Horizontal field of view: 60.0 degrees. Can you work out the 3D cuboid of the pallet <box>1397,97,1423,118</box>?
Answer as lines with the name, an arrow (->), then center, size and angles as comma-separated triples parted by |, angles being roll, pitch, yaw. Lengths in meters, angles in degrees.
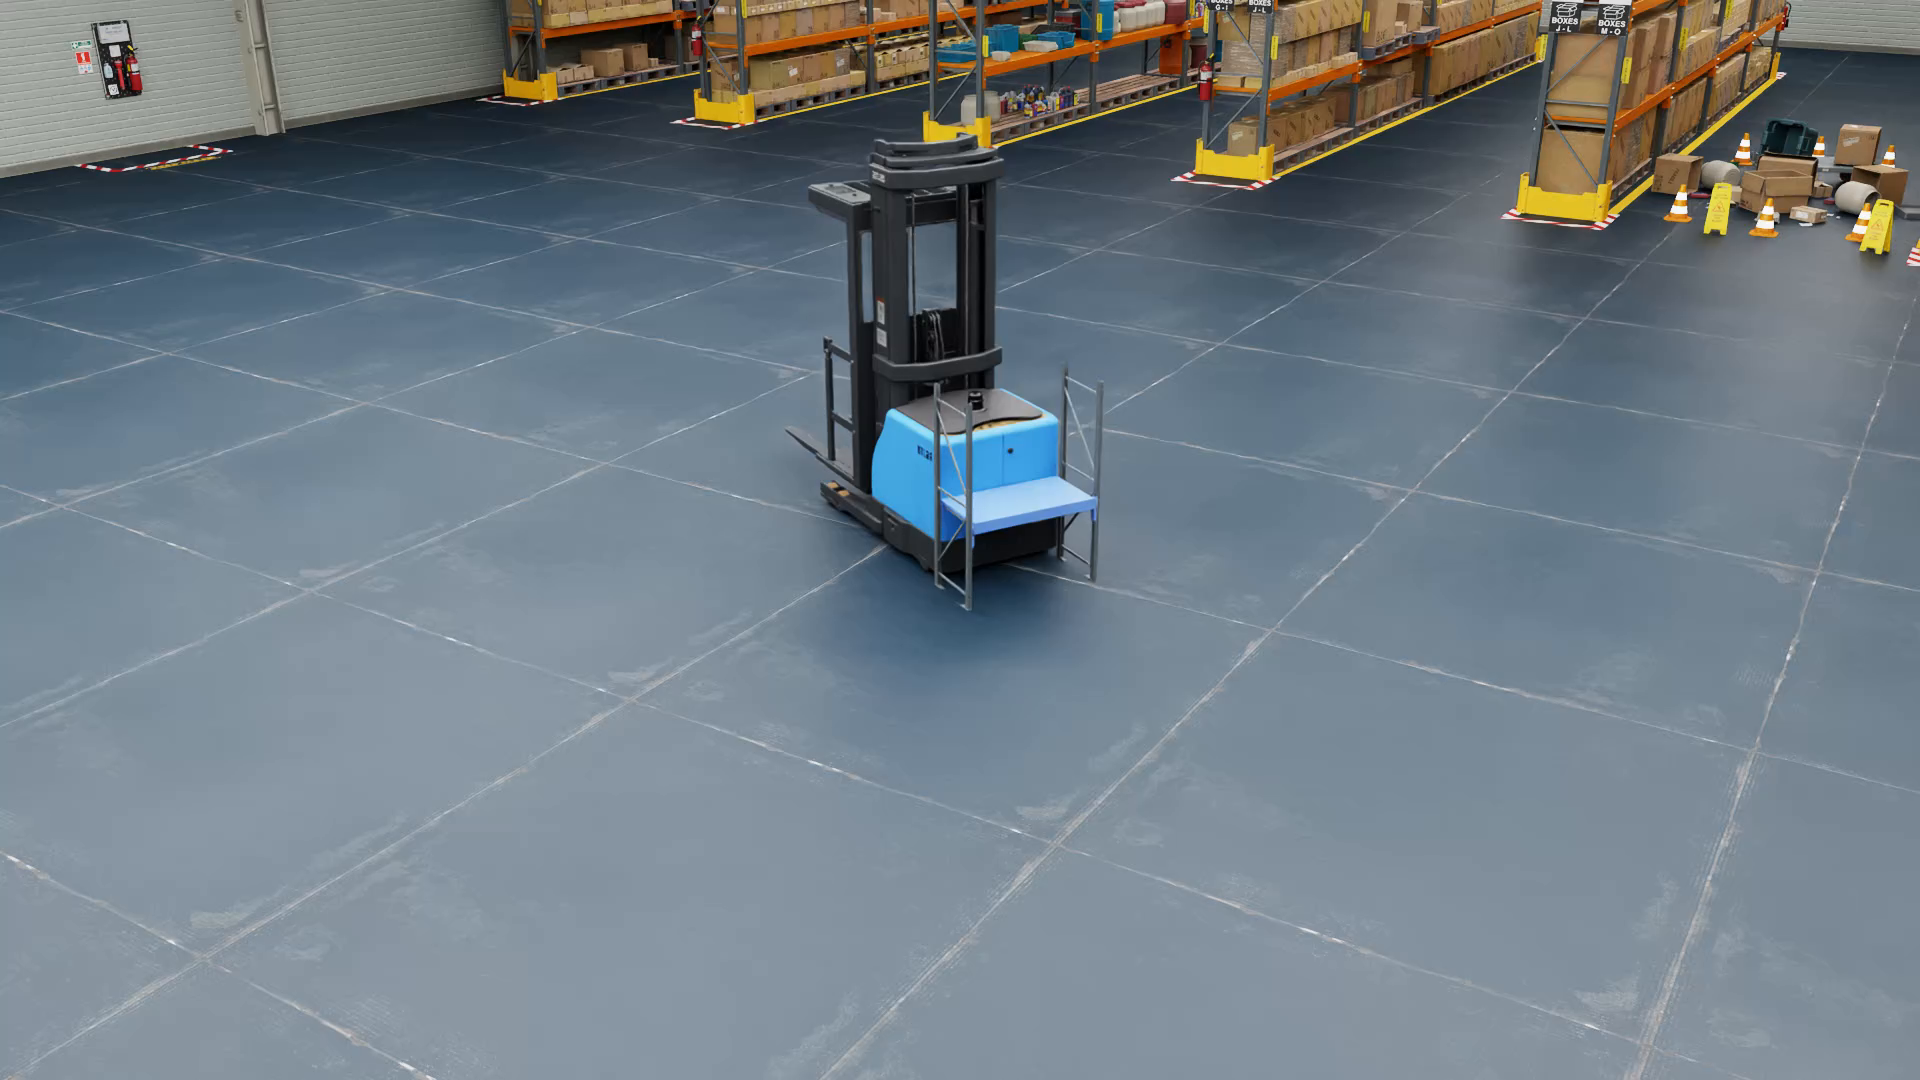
pallet -> 7.960, -8.105, 31.043 | 1.003, 0.211, 1.213 | 14, 27, 29

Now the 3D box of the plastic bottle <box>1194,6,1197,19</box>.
plastic bottle -> 4.753, -10.739, 33.779 | 0.097, 0.271, 0.097 | 0, 23, 0

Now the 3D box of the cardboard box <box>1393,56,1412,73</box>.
cardboard box -> 8.046, -8.815, 30.821 | 0.500, 0.250, 0.500 | 15, 28, 31

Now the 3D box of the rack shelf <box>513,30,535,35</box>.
rack shelf -> -7.416, -10.473, 33.727 | 0.831, 0.071, 3.687 | 14, 27, 29

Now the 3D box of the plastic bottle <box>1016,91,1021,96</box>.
plastic bottle -> 1.056, -7.995, 30.144 | 0.061, 0.283, 0.133 | 15, 28, 31

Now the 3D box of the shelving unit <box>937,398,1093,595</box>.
shelving unit -> 0.383, -0.376, 11.566 | 0.991, 1.308, 0.475 | -12, 26, -26

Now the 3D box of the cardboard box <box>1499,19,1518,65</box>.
cardboard box -> 11.375, -10.726, 35.732 | 0.875, 0.875, 0.875 | 14, 27, 29

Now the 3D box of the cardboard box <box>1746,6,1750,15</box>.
cardboard box -> 13.767, -9.610, 30.610 | 0.978, 0.298, 2.368 | 15, 27, 31

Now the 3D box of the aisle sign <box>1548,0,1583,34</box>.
aisle sign -> 8.022, -7.107, 21.954 | 0.394, 0.787, 0.004 | 14, 27, 29

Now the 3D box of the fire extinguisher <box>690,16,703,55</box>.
fire extinguisher -> -4.717, -9.047, 29.807 | 0.296, 0.674, 0.183 | 14, 27, 29

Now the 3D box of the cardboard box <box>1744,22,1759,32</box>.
cardboard box -> 15.072, -9.837, 31.848 | 0.380, 0.149, 0.250 | 15, 28, 31

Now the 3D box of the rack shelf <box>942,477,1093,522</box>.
rack shelf -> 0.399, -0.260, 11.627 | 0.952, 0.062, 0.459 | -12, 26, -26

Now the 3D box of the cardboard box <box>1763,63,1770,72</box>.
cardboard box -> 16.604, -9.830, 34.577 | 0.380, 0.149, 0.250 | 15, 27, 31

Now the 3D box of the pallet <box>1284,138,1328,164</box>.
pallet -> 5.297, -6.371, 27.037 | 1.003, 0.211, 1.213 | 14, 27, 29

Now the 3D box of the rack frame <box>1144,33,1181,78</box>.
rack frame -> 4.169, -10.686, 33.493 | 0.949, 2.616, 0.053 | 14, 27, 29

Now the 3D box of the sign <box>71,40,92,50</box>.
sign -> -13.706, -7.723, 25.938 | 0.001, 0.109, 0.331 | 14, 27, 29

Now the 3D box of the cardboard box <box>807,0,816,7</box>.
cardboard box -> -2.920, -10.064, 31.115 | 0.380, 0.149, 0.250 | 15, 28, 31

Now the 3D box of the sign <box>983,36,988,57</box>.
sign -> 0.411, -7.996, 26.933 | 0.100, 0.325, 0.005 | 14, 27, 29

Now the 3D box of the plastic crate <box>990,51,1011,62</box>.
plastic crate -> 0.692, -8.100, 27.852 | 0.298, 0.136, 0.250 | 14, 27, 29

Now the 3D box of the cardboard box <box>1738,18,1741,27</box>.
cardboard box -> 14.201, -9.571, 30.706 | 0.380, 0.149, 0.250 | 12, 26, 26

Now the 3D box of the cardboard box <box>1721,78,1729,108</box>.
cardboard box -> 13.653, -8.150, 30.255 | 0.500, 0.500, 0.500 | 13, 27, 28

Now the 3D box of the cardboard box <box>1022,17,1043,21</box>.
cardboard box -> 1.608, -12.018, 39.164 | 0.500, 0.500, 0.500 | 13, 26, 27

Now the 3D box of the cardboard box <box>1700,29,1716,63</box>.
cardboard box -> 12.261, -8.244, 27.728 | 0.500, 0.500, 0.500 | 14, 27, 29

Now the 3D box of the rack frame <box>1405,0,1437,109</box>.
rack frame -> 8.374, -9.648, 31.097 | 1.000, 3.000, 0.127 | 14, 27, 29

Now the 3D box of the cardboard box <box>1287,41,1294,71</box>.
cardboard box -> 4.629, -7.504, 25.645 | 0.875, 0.500, 0.500 | 14, 27, 29

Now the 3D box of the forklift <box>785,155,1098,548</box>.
forklift -> 0.344, -5.017, 19.647 | 10.237, 3.598, 16.613 | -13, 27, -28

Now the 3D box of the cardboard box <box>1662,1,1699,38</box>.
cardboard box -> 11.485, -8.413, 26.859 | 0.700, 0.500, 0.500 | 14, 27, 28

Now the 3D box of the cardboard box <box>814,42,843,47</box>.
cardboard box -> -2.661, -9.560, 32.881 | 0.500, 0.500, 0.500 | 14, 27, 29

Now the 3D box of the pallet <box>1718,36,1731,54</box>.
pallet -> 12.820, -8.750, 29.263 | 1.213, 0.211, 1.003 | 14, 27, 29

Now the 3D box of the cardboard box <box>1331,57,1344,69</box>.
cardboard box -> 6.040, -7.787, 27.114 | 0.380, 0.149, 0.250 | 14, 27, 29

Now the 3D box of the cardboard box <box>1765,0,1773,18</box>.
cardboard box -> 15.671, -10.553, 32.686 | 0.500, 0.500, 0.500 | 13, 27, 28

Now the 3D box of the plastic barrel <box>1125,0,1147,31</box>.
plastic barrel -> 3.362, -10.069, 31.898 | 0.433, 0.535, 0.433 | 0, 23, 0

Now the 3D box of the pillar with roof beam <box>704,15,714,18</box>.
pillar with roof beam -> -2.014, -14.356, 34.420 | 9.100, 9.000, 0.400 | 14, 27, 29

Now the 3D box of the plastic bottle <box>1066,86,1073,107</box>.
plastic bottle -> 1.961, -8.045, 30.174 | 0.144, 0.351, 0.185 | 13, 27, 28

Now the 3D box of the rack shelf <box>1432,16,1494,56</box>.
rack shelf -> 9.429, -9.993, 32.800 | 1.077, 0.370, 4.000 | 14, 27, 29

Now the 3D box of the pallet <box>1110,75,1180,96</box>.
pallet -> 3.724, -9.153, 33.464 | 1.003, 0.211, 1.213 | 14, 27, 29

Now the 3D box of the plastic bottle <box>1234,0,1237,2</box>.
plastic bottle -> 5.813, -11.440, 35.392 | 0.152, 0.276, 0.135 | 14, 27, 29

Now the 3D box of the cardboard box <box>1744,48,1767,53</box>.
cardboard box -> 16.509, -10.128, 34.516 | 0.380, 0.149, 0.250 | 14, 27, 30

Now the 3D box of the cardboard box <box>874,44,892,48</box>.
cardboard box -> -1.646, -10.105, 34.380 | 0.500, 0.311, 0.500 | 14, 27, 29

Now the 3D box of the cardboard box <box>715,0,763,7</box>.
cardboard box -> -3.975, -9.839, 29.780 | 0.700, 0.500, 0.500 | 14, 27, 29

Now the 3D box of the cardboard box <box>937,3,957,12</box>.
cardboard box -> -0.947, -12.003, 33.943 | 0.524, 2.460, 2.323 | 17, 29, 34

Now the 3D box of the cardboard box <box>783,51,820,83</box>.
cardboard box -> -2.995, -8.941, 31.451 | 0.500, 0.500, 0.500 | 14, 27, 29

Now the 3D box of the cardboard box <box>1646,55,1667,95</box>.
cardboard box -> 9.969, -6.976, 24.736 | 0.875, 0.550, 0.550 | 14, 27, 29

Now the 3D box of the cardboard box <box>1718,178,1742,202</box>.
cardboard box -> 11.082, -5.004, 23.810 | 0.396, 0.266, 0.258 | 20, 30, 38

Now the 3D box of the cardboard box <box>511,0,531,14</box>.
cardboard box -> -8.402, -10.550, 32.401 | 0.500, 0.500, 0.500 | 14, 27, 28

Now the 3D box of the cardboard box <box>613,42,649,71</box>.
cardboard box -> -6.874, -10.108, 34.753 | 0.500, 0.500, 0.500 | 12, 26, 25

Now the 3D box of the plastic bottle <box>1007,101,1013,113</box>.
plastic bottle -> 0.888, -7.722, 29.616 | 0.097, 0.201, 0.097 | 0, 23, 0

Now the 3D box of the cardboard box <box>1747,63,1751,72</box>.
cardboard box -> 15.198, -9.236, 32.455 | 0.380, 0.149, 0.250 | 15, 28, 31

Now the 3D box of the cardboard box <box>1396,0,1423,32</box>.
cardboard box -> 7.914, -9.487, 30.070 | 0.700, 0.500, 0.500 | 19, 30, 37

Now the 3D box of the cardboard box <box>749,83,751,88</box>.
cardboard box -> -3.975, -8.371, 31.078 | 0.500, 0.250, 0.500 | 14, 27, 29

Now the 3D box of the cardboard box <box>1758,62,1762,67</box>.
cardboard box -> 16.033, -9.622, 33.722 | 0.380, 0.149, 0.250 | 15, 28, 32

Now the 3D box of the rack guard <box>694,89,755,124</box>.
rack guard -> -4.273, -7.870, 30.136 | 1.175, 0.500, 0.348 | 14, 27, 29

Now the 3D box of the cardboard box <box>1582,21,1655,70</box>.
cardboard box -> 9.166, -6.922, 23.251 | 0.875, 0.550, 0.550 | 14, 27, 29

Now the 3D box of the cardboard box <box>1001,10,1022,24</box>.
cardboard box -> 1.080, -12.025, 38.236 | 0.500, 0.250, 0.500 | 14, 27, 29

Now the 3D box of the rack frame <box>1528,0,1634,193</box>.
rack frame -> 8.314, -5.875, 22.380 | 1.000, 3.000, 0.127 | 14, 27, 29
